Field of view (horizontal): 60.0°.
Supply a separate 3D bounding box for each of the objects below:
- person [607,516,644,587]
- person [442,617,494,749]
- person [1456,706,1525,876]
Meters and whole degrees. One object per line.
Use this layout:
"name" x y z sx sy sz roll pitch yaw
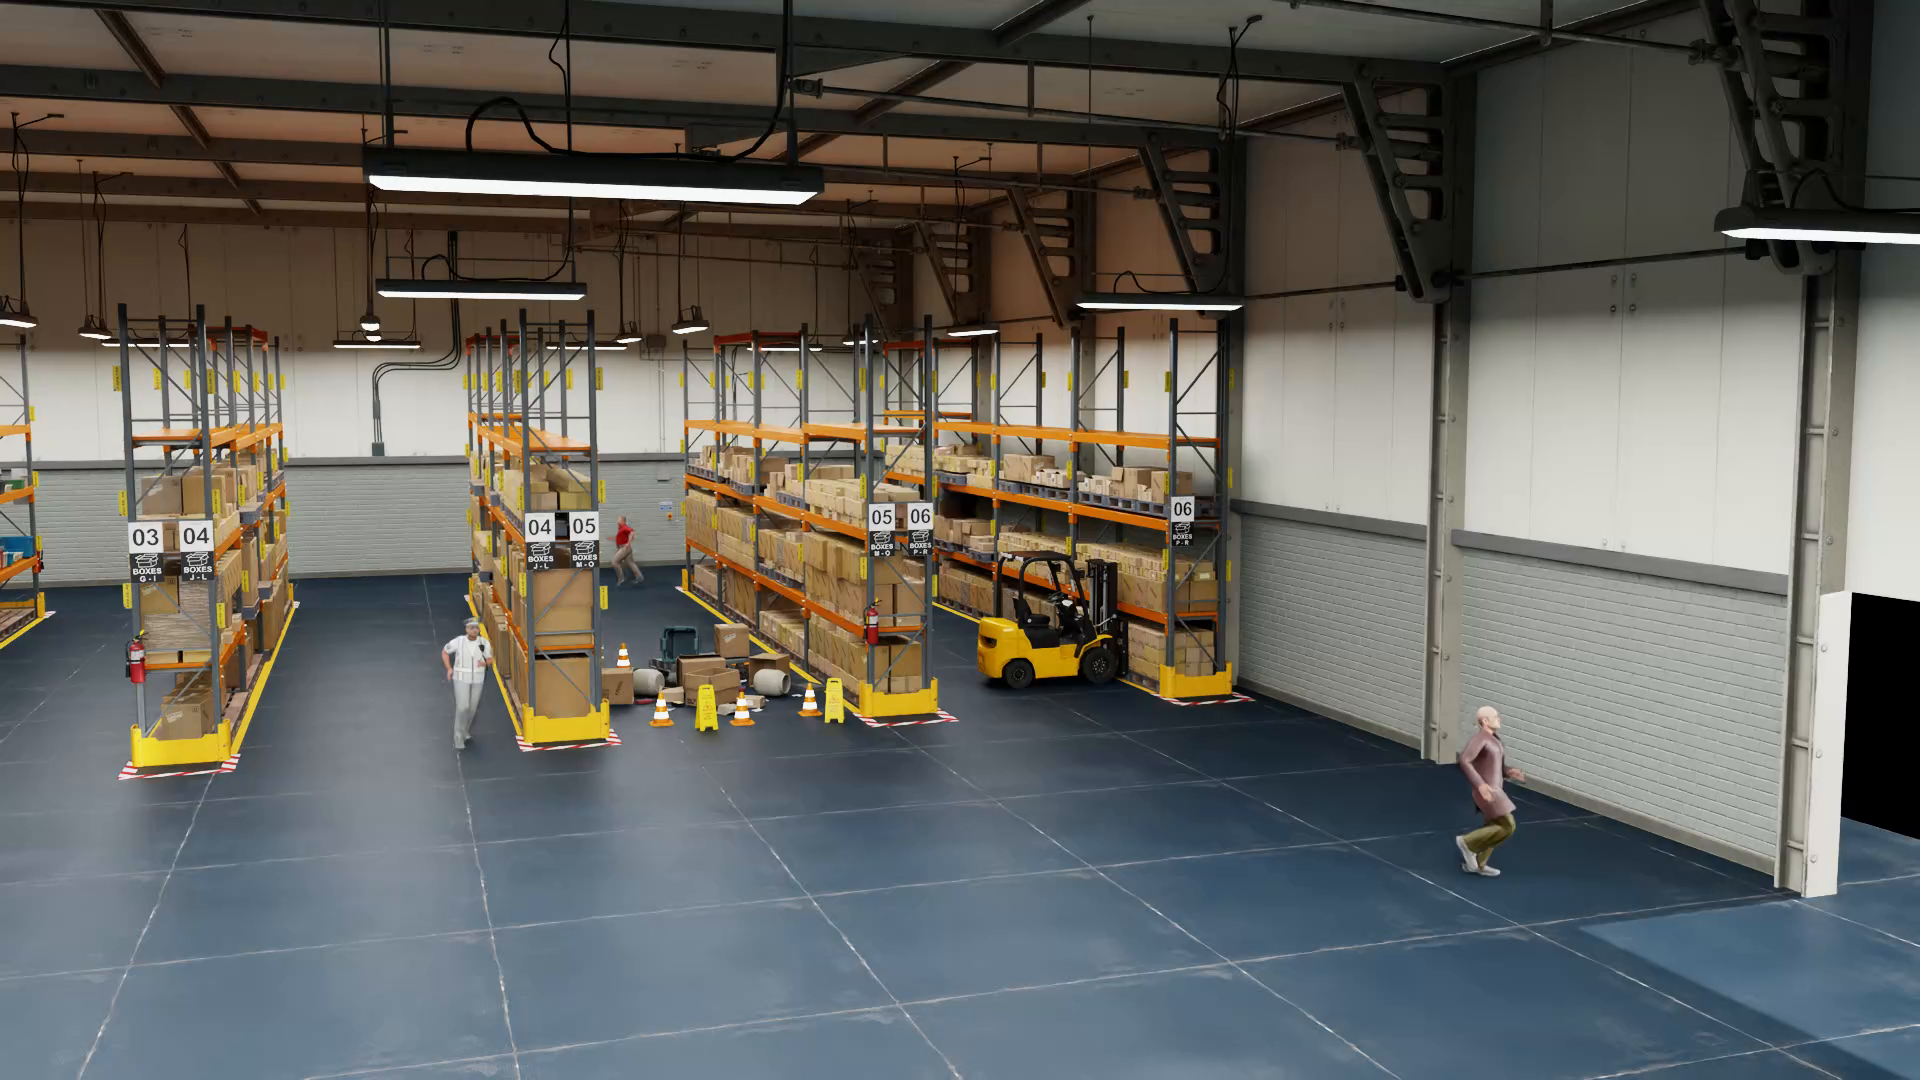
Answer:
"person" -8.208 0.292 40.770 0.908 1.775 0.675 -1 6 -10
"person" -6.789 1.972 23.039 0.646 1.825 0.726 -3 6 -31
"person" 5.374 2.548 16.814 0.627 1.734 0.705 3 6 26
